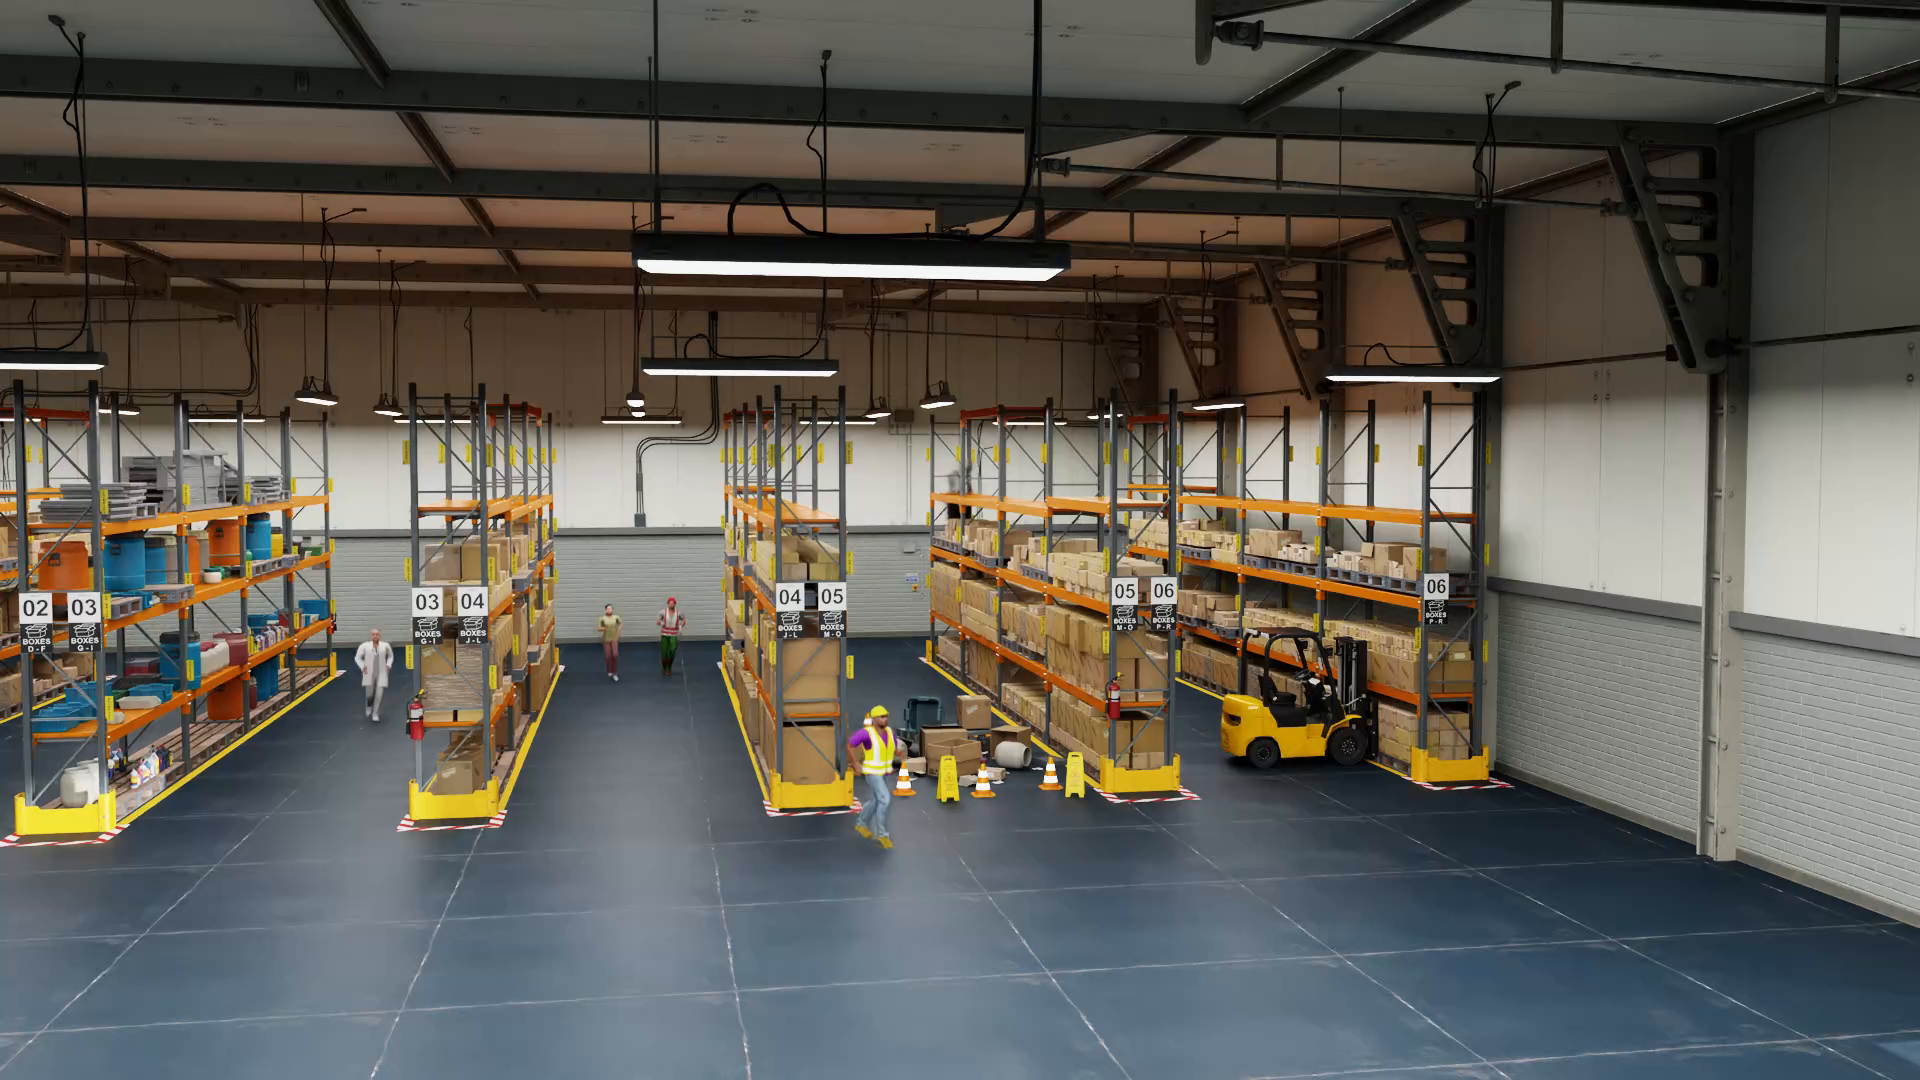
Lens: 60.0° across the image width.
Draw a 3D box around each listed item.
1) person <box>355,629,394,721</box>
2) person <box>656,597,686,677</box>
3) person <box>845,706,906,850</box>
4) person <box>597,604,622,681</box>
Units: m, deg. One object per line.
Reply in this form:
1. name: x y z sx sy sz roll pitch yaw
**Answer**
1. person: -11.037 2.542 31.386 0.694 1.730 0.633 -1 3 -25
2. person: -6.585 2.210 37.835 0.653 1.816 0.725 0 3 -5
3. person: -1.067 3.037 21.449 0.794 1.822 0.680 2 4 37
4. person: -7.842 2.289 37.231 0.574 1.721 0.668 -1 3 -14
